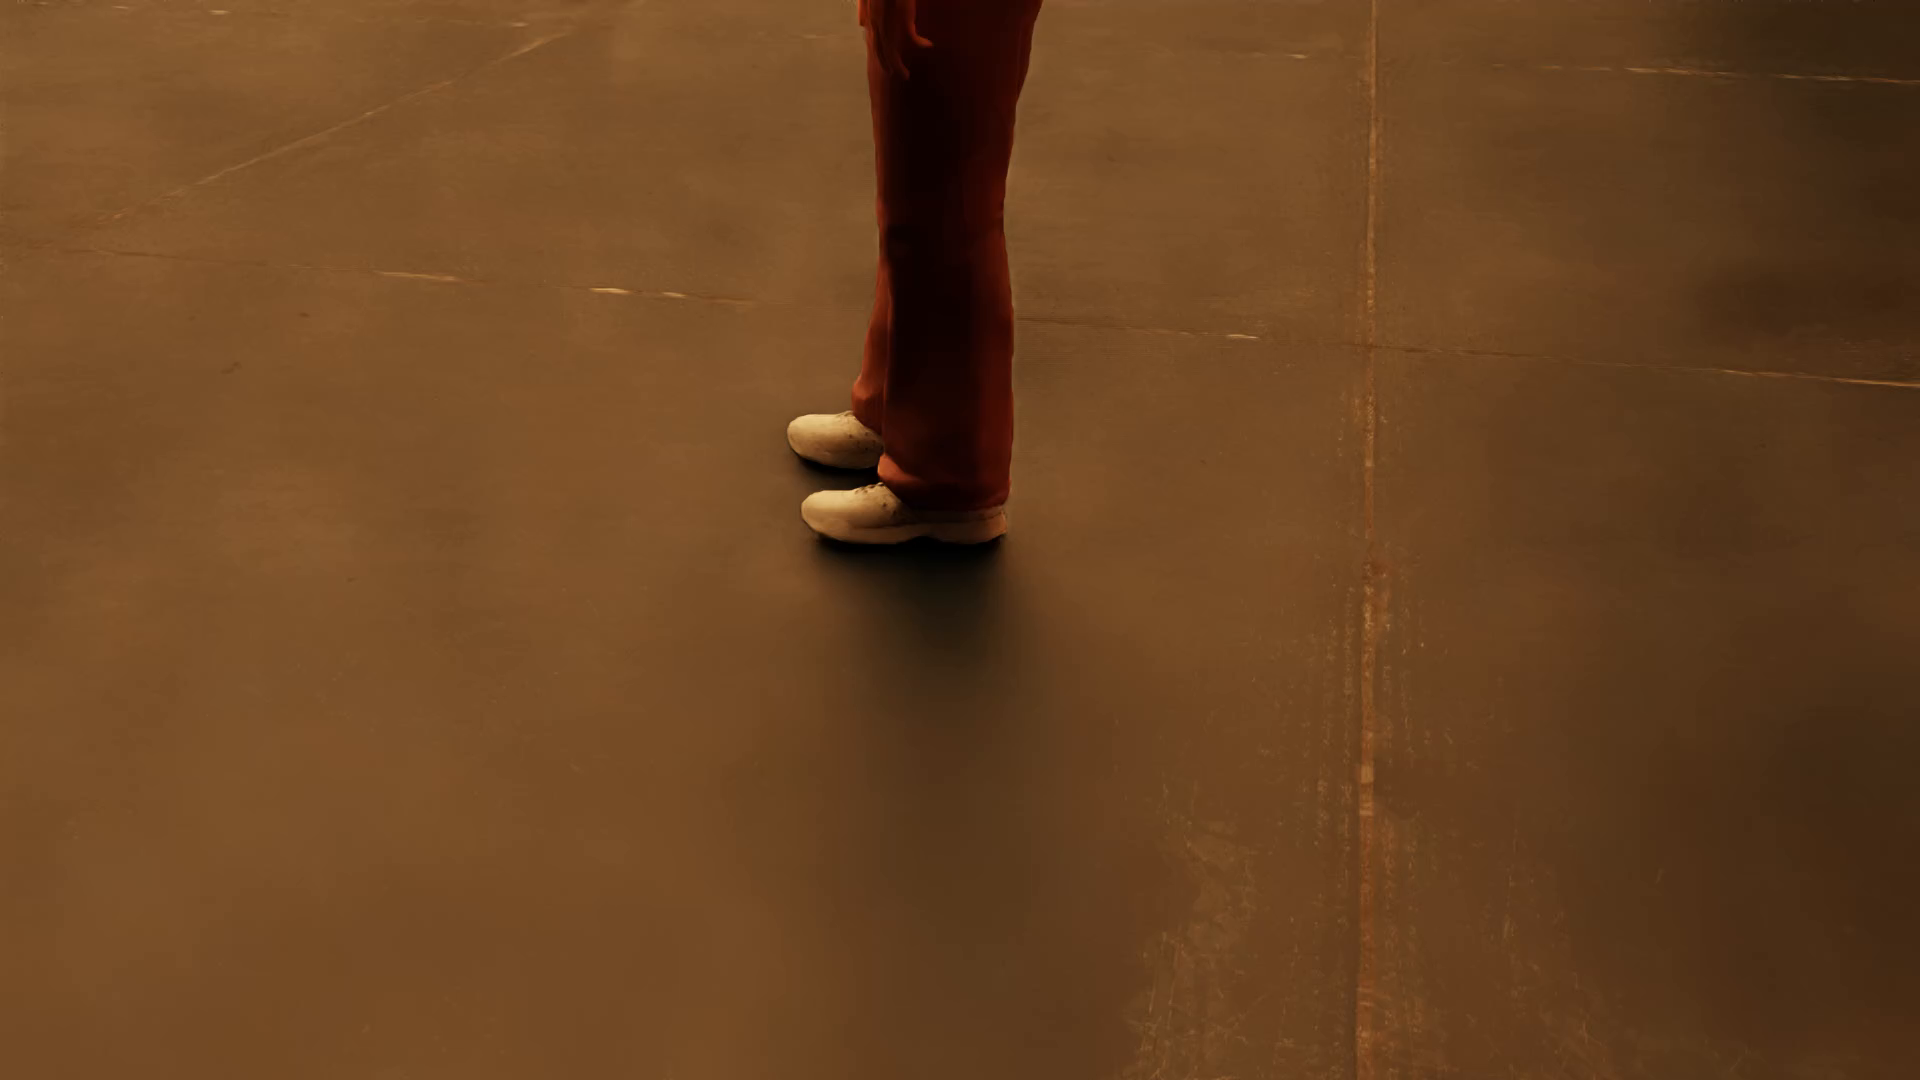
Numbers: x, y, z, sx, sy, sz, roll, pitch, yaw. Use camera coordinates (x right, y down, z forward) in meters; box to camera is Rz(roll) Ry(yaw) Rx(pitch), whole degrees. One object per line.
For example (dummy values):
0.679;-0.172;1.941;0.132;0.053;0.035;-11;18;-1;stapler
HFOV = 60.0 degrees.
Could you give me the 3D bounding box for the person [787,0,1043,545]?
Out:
-0.070;-0.766;2.144;0.548;1.674;0.554;6;27;11;person
